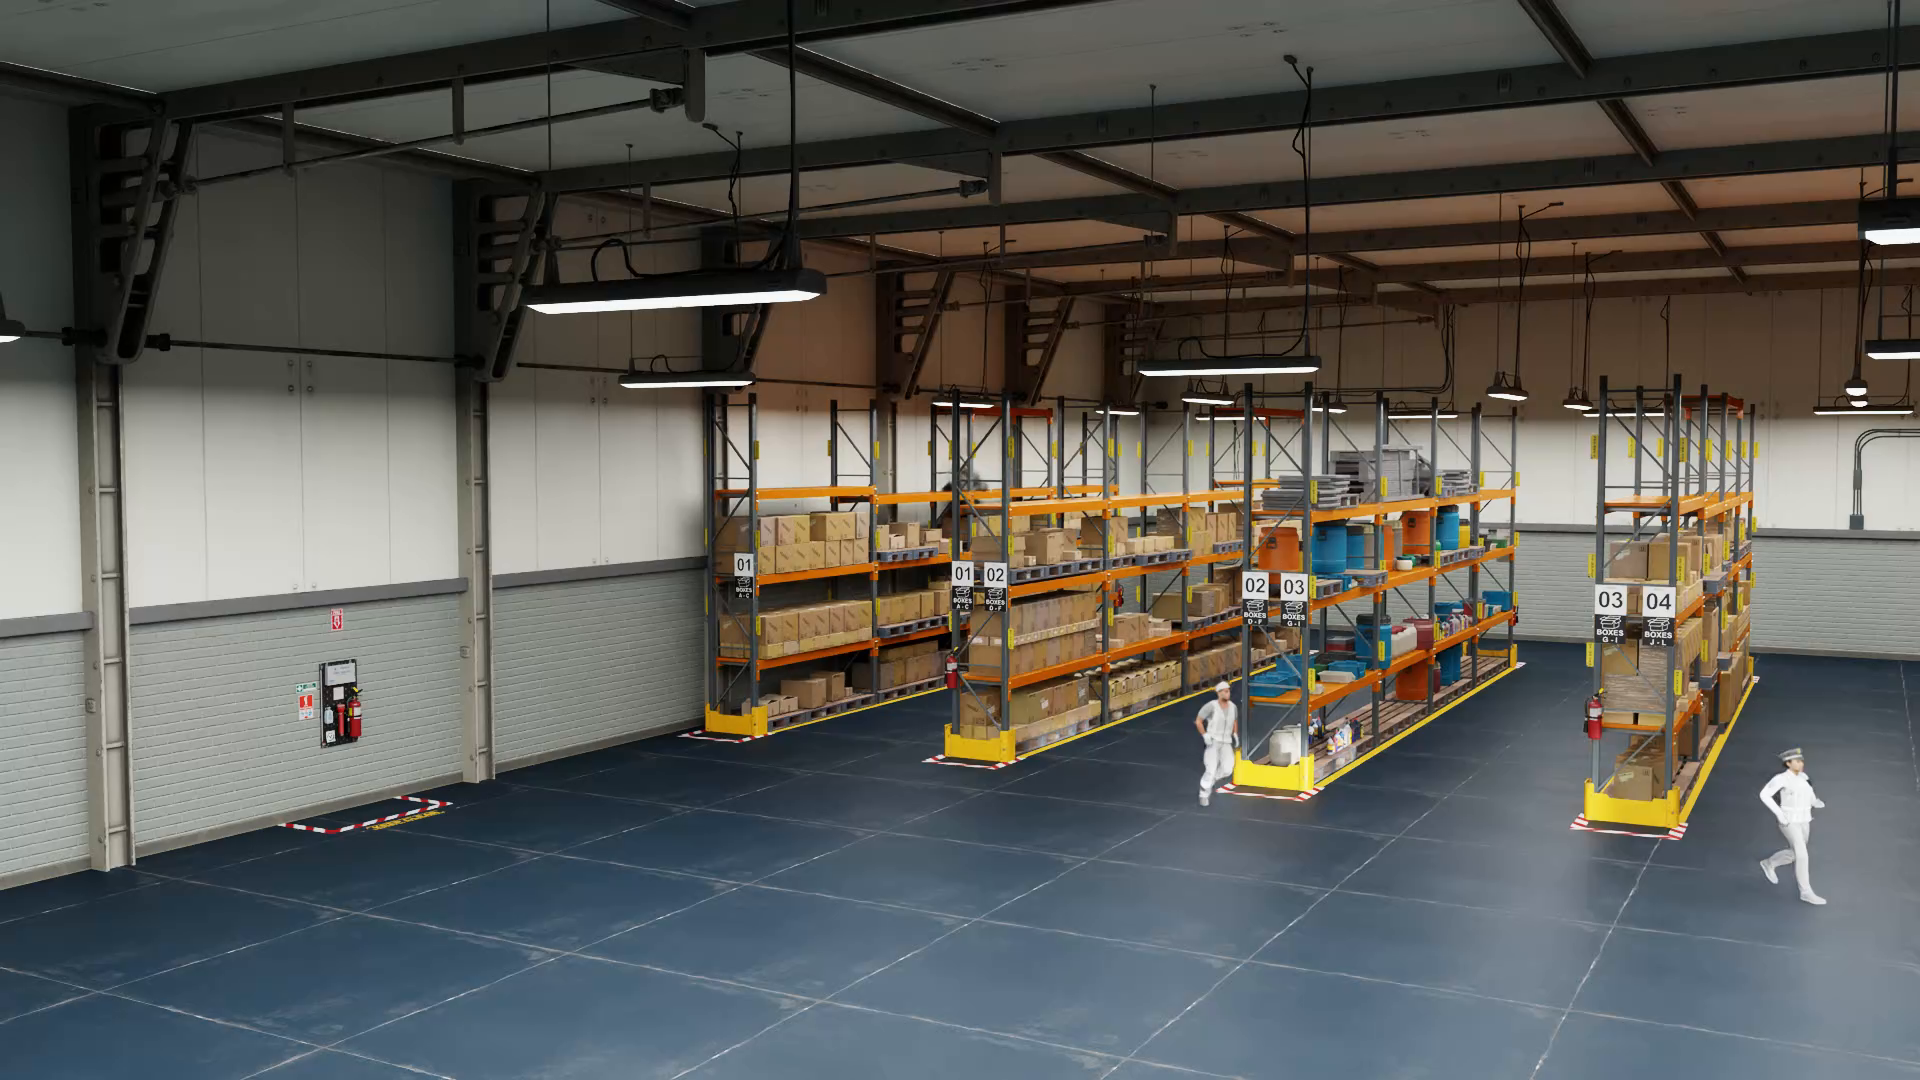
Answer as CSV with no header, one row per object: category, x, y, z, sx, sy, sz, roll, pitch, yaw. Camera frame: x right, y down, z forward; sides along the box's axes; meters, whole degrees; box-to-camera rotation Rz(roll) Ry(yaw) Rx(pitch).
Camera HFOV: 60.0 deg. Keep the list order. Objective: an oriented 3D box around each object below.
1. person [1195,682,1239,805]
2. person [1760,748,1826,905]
person,3.684,2.878,23.577,0.711,1.722,0.546,-1,3,-19
person,9.298,3.144,18.560,0.622,1.671,0.887,-1,3,-25
